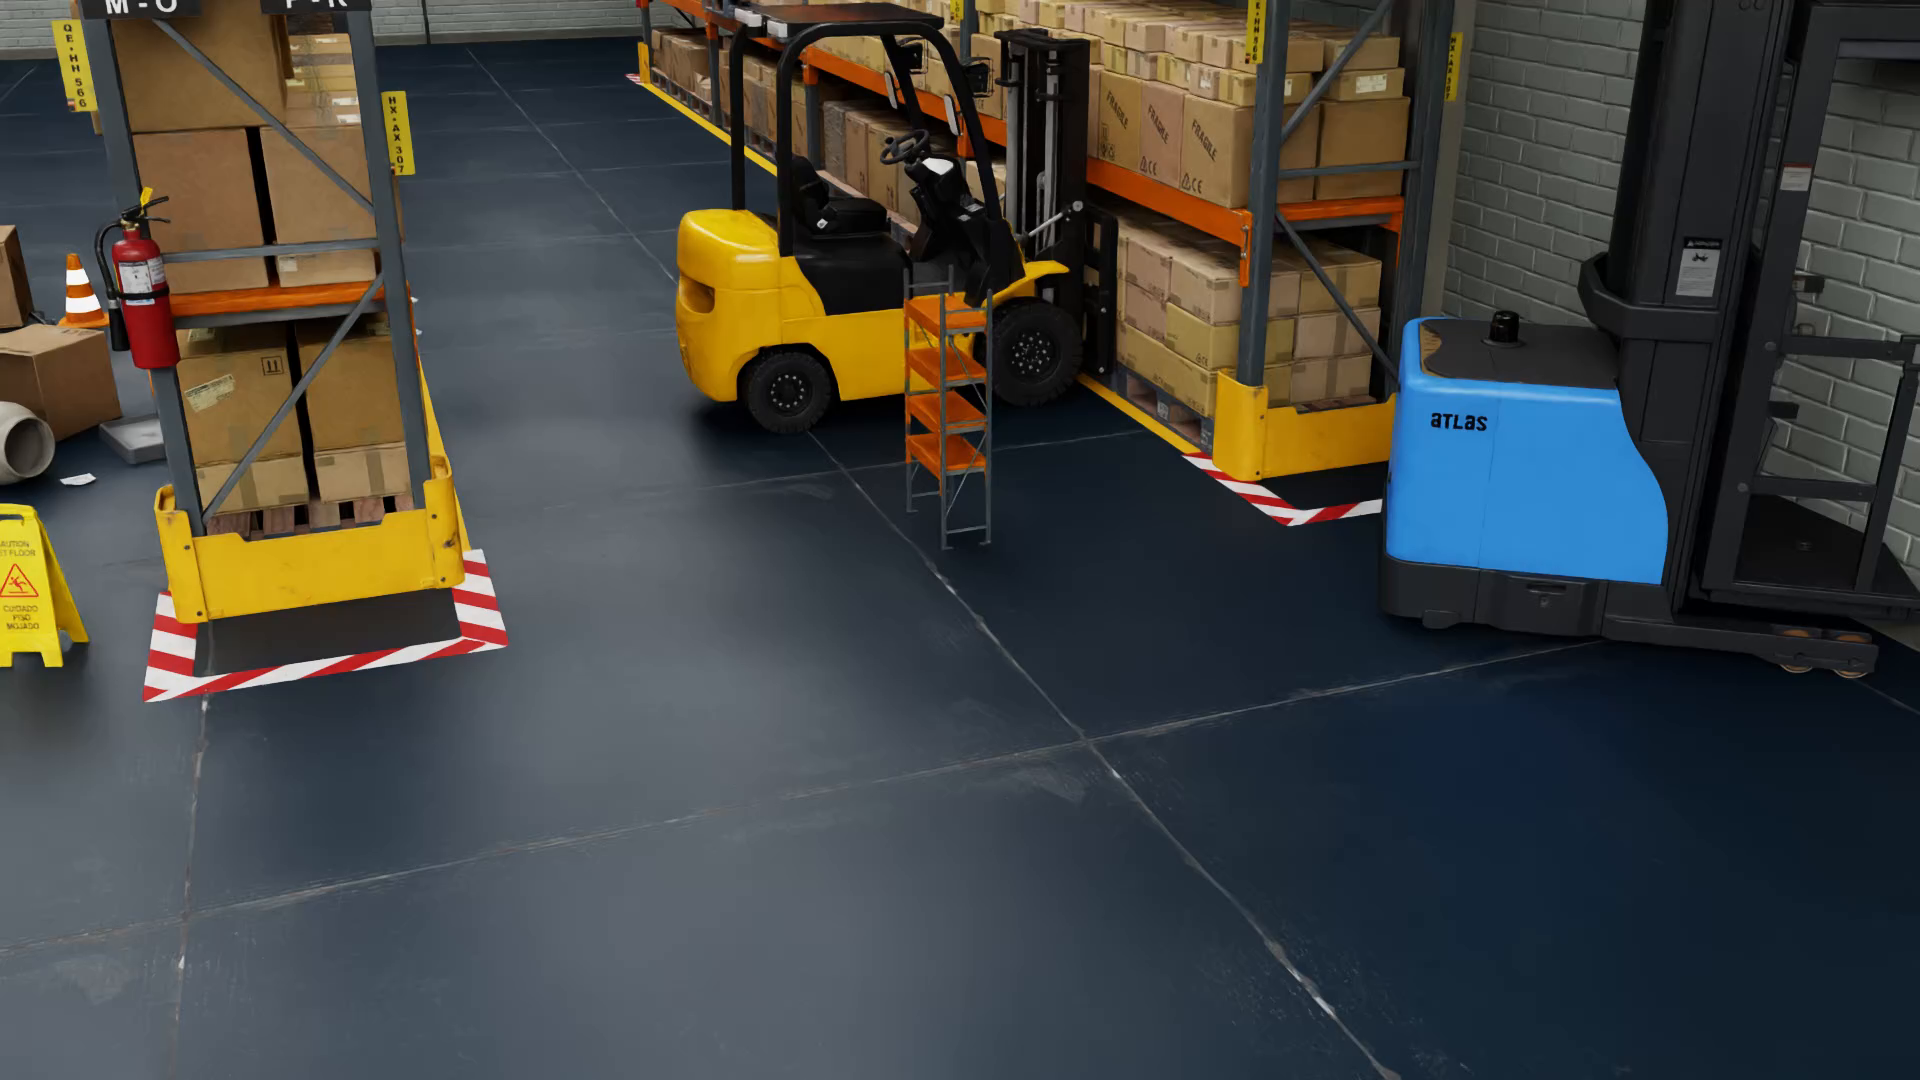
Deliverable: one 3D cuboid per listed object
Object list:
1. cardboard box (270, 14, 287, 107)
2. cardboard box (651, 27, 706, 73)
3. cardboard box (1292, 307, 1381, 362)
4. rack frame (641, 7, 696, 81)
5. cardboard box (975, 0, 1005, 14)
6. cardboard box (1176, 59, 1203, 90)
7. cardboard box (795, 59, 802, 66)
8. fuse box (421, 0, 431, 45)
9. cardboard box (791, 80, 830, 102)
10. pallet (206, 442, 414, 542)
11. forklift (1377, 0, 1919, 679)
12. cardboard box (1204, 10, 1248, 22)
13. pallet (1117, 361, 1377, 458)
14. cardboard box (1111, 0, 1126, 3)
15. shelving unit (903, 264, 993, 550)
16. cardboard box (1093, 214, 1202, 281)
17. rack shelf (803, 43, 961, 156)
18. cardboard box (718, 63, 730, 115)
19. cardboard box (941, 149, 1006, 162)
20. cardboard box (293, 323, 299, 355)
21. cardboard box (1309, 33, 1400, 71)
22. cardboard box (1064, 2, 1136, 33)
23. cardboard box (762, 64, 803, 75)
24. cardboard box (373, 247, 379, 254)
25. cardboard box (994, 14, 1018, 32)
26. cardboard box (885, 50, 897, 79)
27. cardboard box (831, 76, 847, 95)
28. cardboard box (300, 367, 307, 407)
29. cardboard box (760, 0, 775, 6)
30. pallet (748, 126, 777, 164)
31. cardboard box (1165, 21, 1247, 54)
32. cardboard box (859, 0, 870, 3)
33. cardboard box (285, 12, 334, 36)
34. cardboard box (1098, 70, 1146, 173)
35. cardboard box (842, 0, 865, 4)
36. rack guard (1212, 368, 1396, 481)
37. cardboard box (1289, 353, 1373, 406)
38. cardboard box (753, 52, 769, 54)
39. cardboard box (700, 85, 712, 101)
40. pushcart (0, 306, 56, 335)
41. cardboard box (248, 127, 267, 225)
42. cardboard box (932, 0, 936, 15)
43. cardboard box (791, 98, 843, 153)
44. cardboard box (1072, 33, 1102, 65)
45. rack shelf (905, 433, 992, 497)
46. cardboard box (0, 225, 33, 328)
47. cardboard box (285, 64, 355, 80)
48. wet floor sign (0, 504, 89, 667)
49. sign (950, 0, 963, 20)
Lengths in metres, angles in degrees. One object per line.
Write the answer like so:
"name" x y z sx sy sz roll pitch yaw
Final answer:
"cardboard box" -3.299 -2.126 7.132 0.700 0.500 0.500 -8 24 -18
"cardboard box" -3.625 -6.445 21.853 0.797 0.503 0.637 -9 25 -21
"cardboard box" 1.928 -1.180 9.043 0.500 0.250 0.500 -8 24 -18
"rack frame" -3.753 -7.637 22.008 1.000 3.000 0.127 -8 24 -19
"cardboard box" 0.322 -3.602 11.088 0.380 0.149 0.250 -8 24 -18
"cardboard box" 1.363 -2.447 8.731 0.380 0.149 0.250 -8 24 -18
"cardboard box" -1.586 -5.051 17.715 0.380 0.149 0.250 -8 24 -18
"fuse box" -8.392 -8.642 26.050 0.539 1.711 0.414 -8 24 -19
"cardboard box" -1.463 -4.310 15.957 0.380 0.149 0.250 -10 25 -22
"pallet" -3.023 -0.184 7.914 1.003 0.211 1.213 -8 24 -19
"forklift" 3.313 -1.040 6.443 3.031 2.935 1.130 5 23 12
"cardboard box" 1.623 -2.944 9.525 0.380 0.149 0.250 -9 24 -20
"pallet" 1.590 -0.811 9.401 1.003 0.211 1.213 -8 24 -19
"cardboard box" 1.185 -3.411 10.634 0.380 0.149 0.250 -9 24 -20
"shelving unit" -0.058 -0.613 7.660 0.258 1.200 0.503 -8 24 -19
"cardboard box" 1.072 -1.702 9.638 0.500 0.250 0.500 -8 24 -18
"rack shelf" -0.220 -3.672 13.526 1.077 0.370 4.000 -8 24 -19
"cardboard box" -2.379 -5.019 18.473 0.500 0.500 0.500 -7 24 -17
"cardboard box" 0.292 -2.564 12.488 0.875 0.625 0.625 -7 24 -17
"cardboard box" -3.818 -1.234 8.849 0.500 0.500 0.500 -7 24 -16
"cardboard box" 1.981 -2.457 8.370 0.380 0.149 0.250 -9 24 -20
"cardboard box" 0.851 -3.145 10.003 0.380 0.149 0.250 -8 24 -19
"cardboard box" -1.819 -4.797 17.113 0.380 0.149 0.250 -8 24 -19
"cardboard box" -2.789 -1.374 7.472 0.380 0.149 0.250 -9 25 -21
"cardboard box" 0.446 -3.376 10.934 0.380 0.149 0.250 -8 24 -18
"cardboard box" -0.266 -3.722 12.911 0.500 0.250 0.500 -8 24 -19
"cardboard box" -1.051 -4.483 16.366 0.380 0.149 0.250 -8 24 -18
"cardboard box" -3.811 -0.885 8.987 0.500 0.250 0.500 -9 24 -20
"cardboard box" -1.602 -5.194 15.863 0.500 0.250 0.500 -10 25 -21
"pallet" -1.582 -4.164 17.359 1.003 0.211 1.213 -8 24 -19
"cardboard box" 1.324 -2.684 8.909 0.380 0.149 0.250 -8 24 -19
"cardboard box" -0.624 -4.452 13.486 0.380 0.149 0.250 -8 24 -18
"cardboard box" -4.053 -3.181 10.382 0.500 0.500 0.500 -8 24 -18
"cardboard box" 1.124 -2.388 9.426 0.500 0.500 0.500 -9 24 -20
"cardboard box" -0.654 -4.322 13.692 0.500 0.250 0.500 -9 24 -20
"rack guard" 1.908 -0.663 8.679 1.175 0.500 0.348 -8 24 -19
"cardboard box" 1.909 -0.955 9.154 0.500 0.250 0.500 -8 24 -19
"cardboard box" -2.291 -5.267 18.228 0.380 0.149 0.250 -9 24 -20
"cardboard box" -2.811 -5.226 19.416 0.380 0.149 0.250 -9 25 -21
"pushcart" -6.271 -1.055 9.768 1.648 0.377 0.936 -18 29 -37
"cardboard box" -3.365 -1.666 7.329 0.500 0.500 0.500 -8 24 -19
"cardboard box" 0.013 -3.903 12.184 0.380 0.149 0.250 -8 24 -19
"cardboard box" -1.444 -4.079 16.244 0.500 0.500 0.500 -9 24 -20
"cardboard box" 0.881 -2.905 9.817 0.380 0.149 0.250 -9 24 -20
"rack shelf" -0.058 -0.368 7.763 0.258 0.148 0.480 -8 24 -19
"cardboard box" -5.810 -1.536 9.777 0.500 0.500 0.500 -8 24 -19
"cardboard box" -3.205 -2.091 8.337 0.500 0.500 0.500 -9 24 -20
"wet floor sign" -3.676 0.160 6.540 0.267 0.644 0.232 0 23 -1
"sign" -0.018 -3.696 11.268 0.100 0.325 0.005 -8 24 -19
